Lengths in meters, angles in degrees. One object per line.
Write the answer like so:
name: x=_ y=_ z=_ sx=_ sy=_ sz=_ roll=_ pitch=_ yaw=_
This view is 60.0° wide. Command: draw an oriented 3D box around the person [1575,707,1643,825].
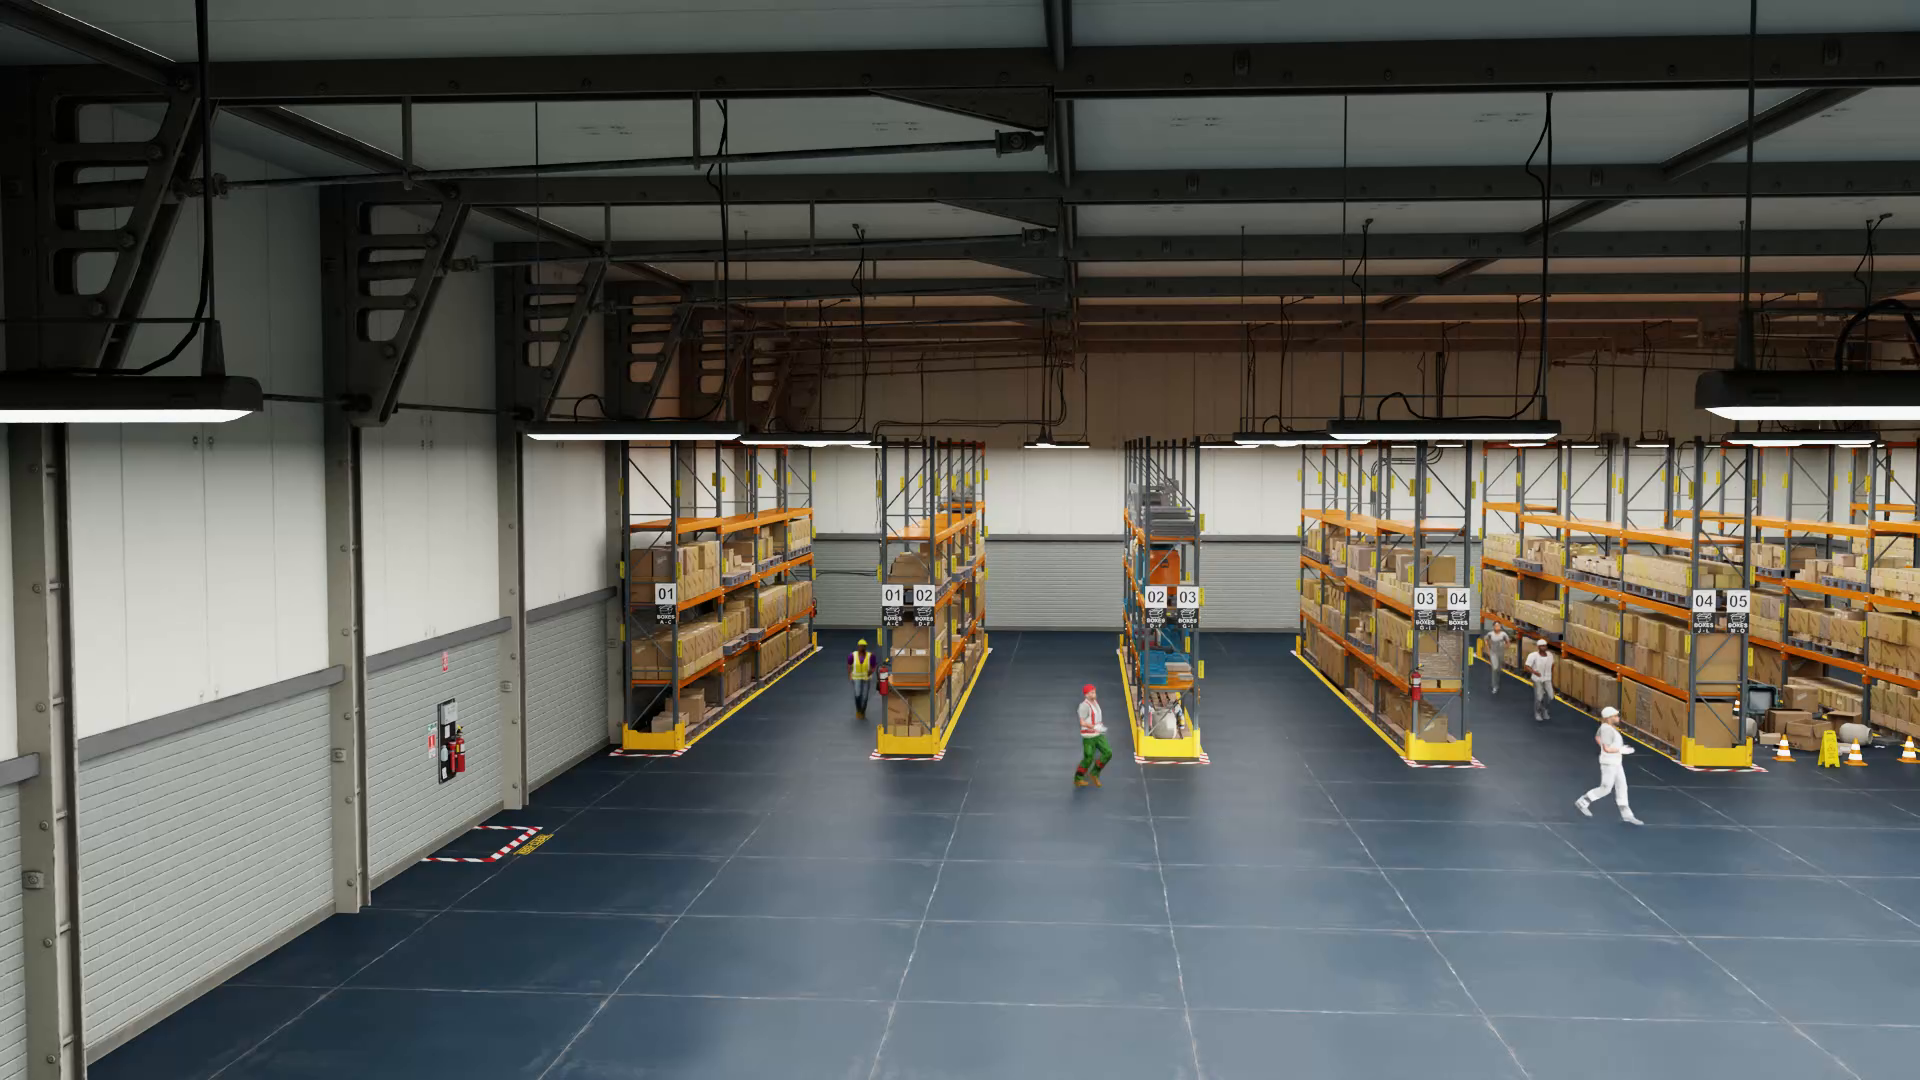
person: x=9.950 y=3.442 z=25.465 sx=0.987 sy=1.786 sz=0.656 roll=2 pitch=4 yaw=30

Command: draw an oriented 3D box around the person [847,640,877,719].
person: x=-2.081 y=2.958 z=35.333 sx=0.619 sy=1.705 sz=0.717 roll=0 pitch=3 yaw=-7

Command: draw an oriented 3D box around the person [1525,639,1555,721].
person: x=12.297 y=2.969 z=35.131 sx=0.692 sy=1.742 sz=0.642 roll=0 pitch=3 yaw=0

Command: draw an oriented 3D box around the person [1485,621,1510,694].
person: x=12.785 y=2.764 z=39.568 sx=0.565 sy=1.702 sz=0.840 roll=0 pitch=3 yaw=8

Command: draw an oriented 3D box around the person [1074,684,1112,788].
person: x=2.255 y=3.328 z=28.233 sx=0.671 sy=1.769 sz=0.665 roll=2 pitch=4 yaw=36
